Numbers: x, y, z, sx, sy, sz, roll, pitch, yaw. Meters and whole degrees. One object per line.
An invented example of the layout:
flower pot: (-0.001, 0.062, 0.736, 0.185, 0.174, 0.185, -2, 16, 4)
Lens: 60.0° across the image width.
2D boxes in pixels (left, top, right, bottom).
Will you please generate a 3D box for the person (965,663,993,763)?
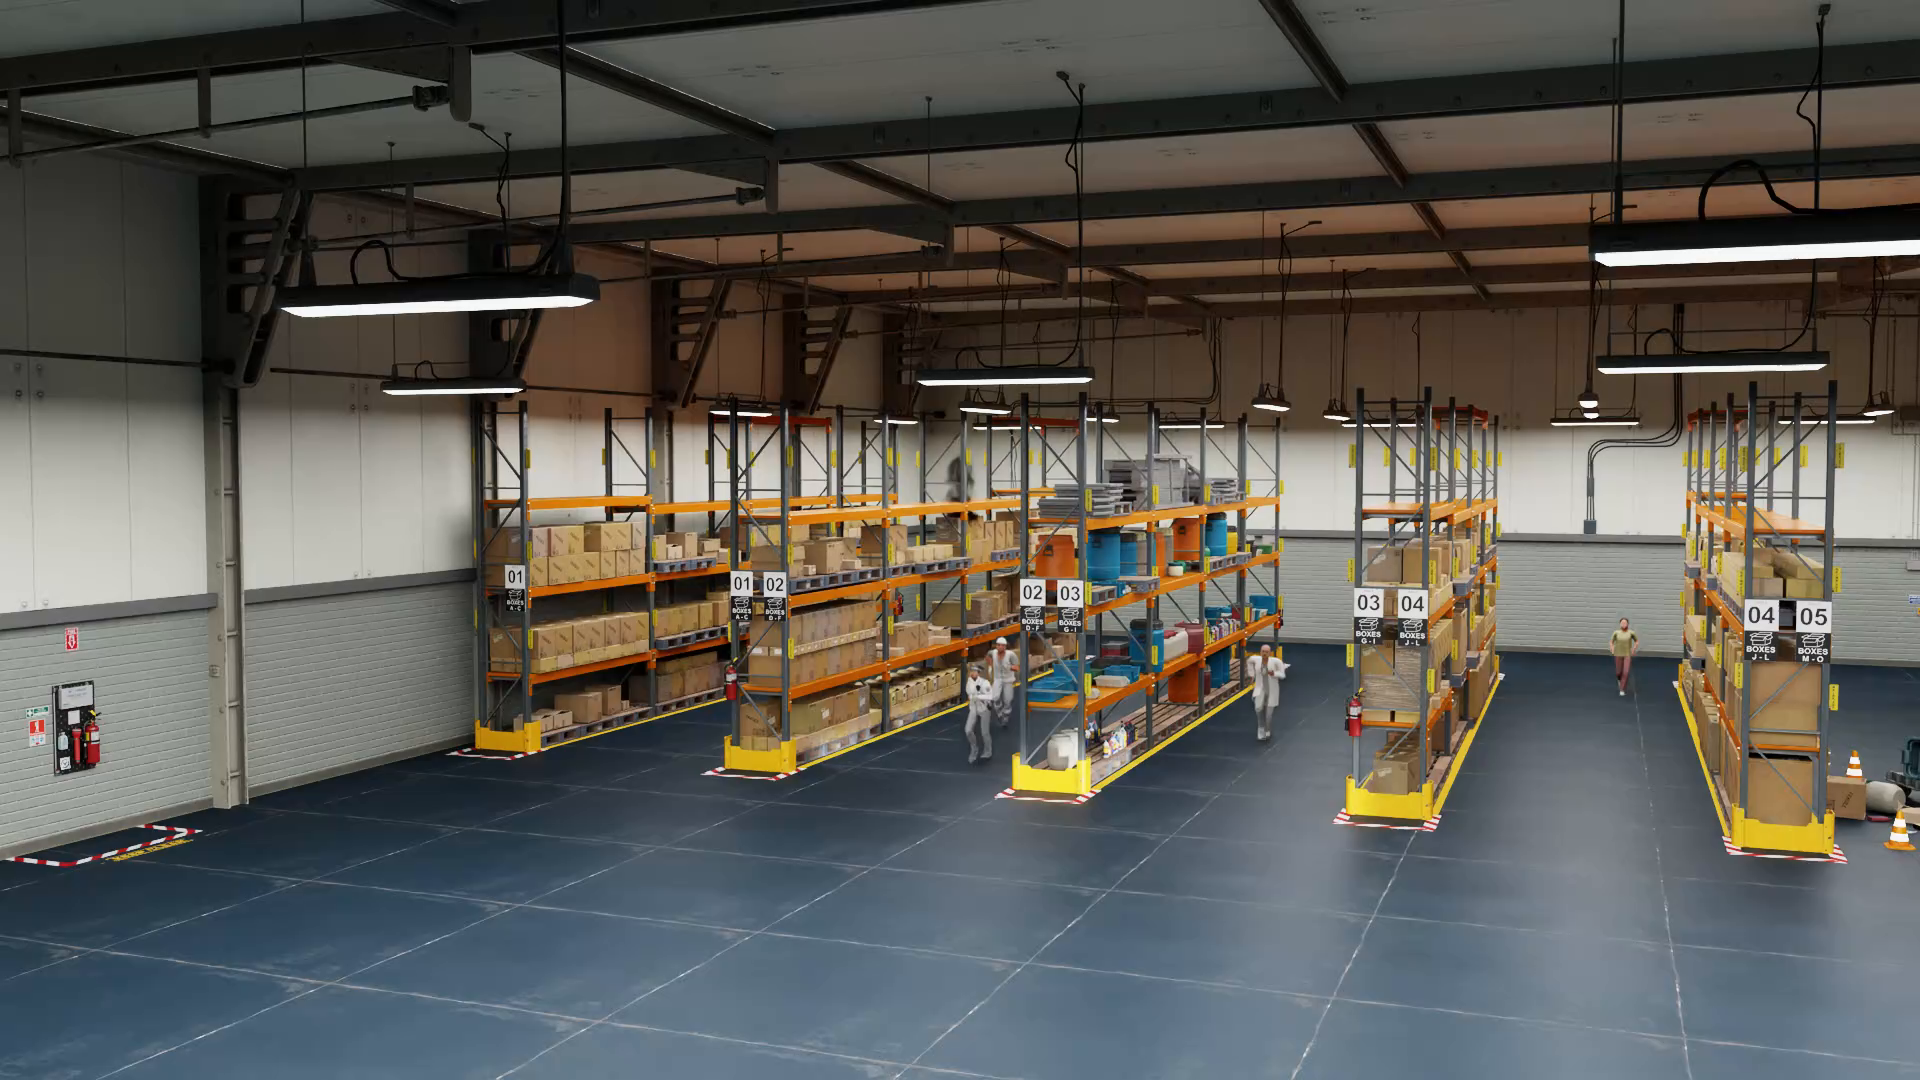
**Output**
person: (0.321, 2.839, 27.339, 0.581, 1.682, 0.798, 2, 3, 29)

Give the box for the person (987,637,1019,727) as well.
person: (0.785, 2.626, 30.715, 0.642, 1.700, 0.887, 0, 3, 9)

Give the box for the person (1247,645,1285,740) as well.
person: (5.415, 2.690, 29.468, 0.690, 1.707, 0.961, 1, 3, 14)

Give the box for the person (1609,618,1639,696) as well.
person: (14.126, 2.472, 35.380, 0.591, 1.645, 0.723, 1, 3, 24)
